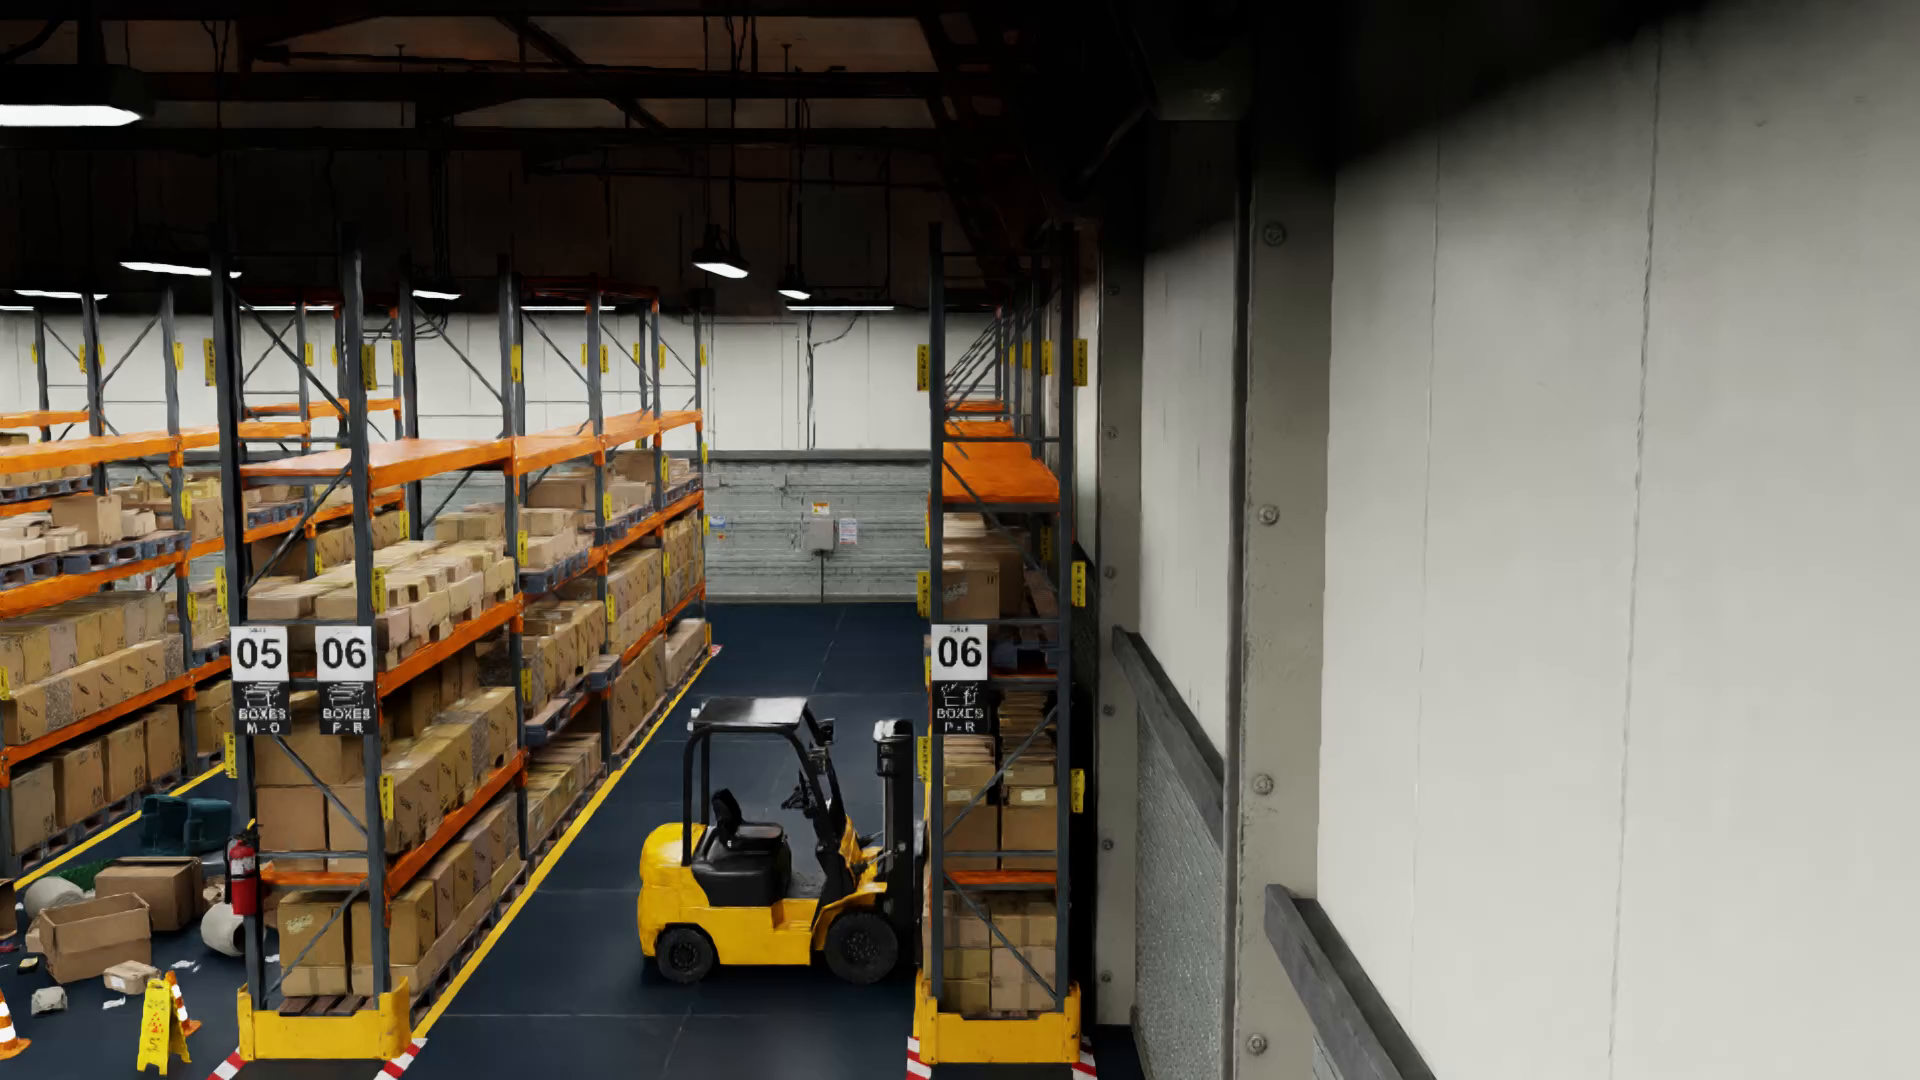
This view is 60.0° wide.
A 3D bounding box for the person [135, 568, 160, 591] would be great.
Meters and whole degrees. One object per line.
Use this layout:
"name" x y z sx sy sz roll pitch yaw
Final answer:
"person" -14.127 0.916 28.936 0.578 1.784 0.583 -4 8 -28
